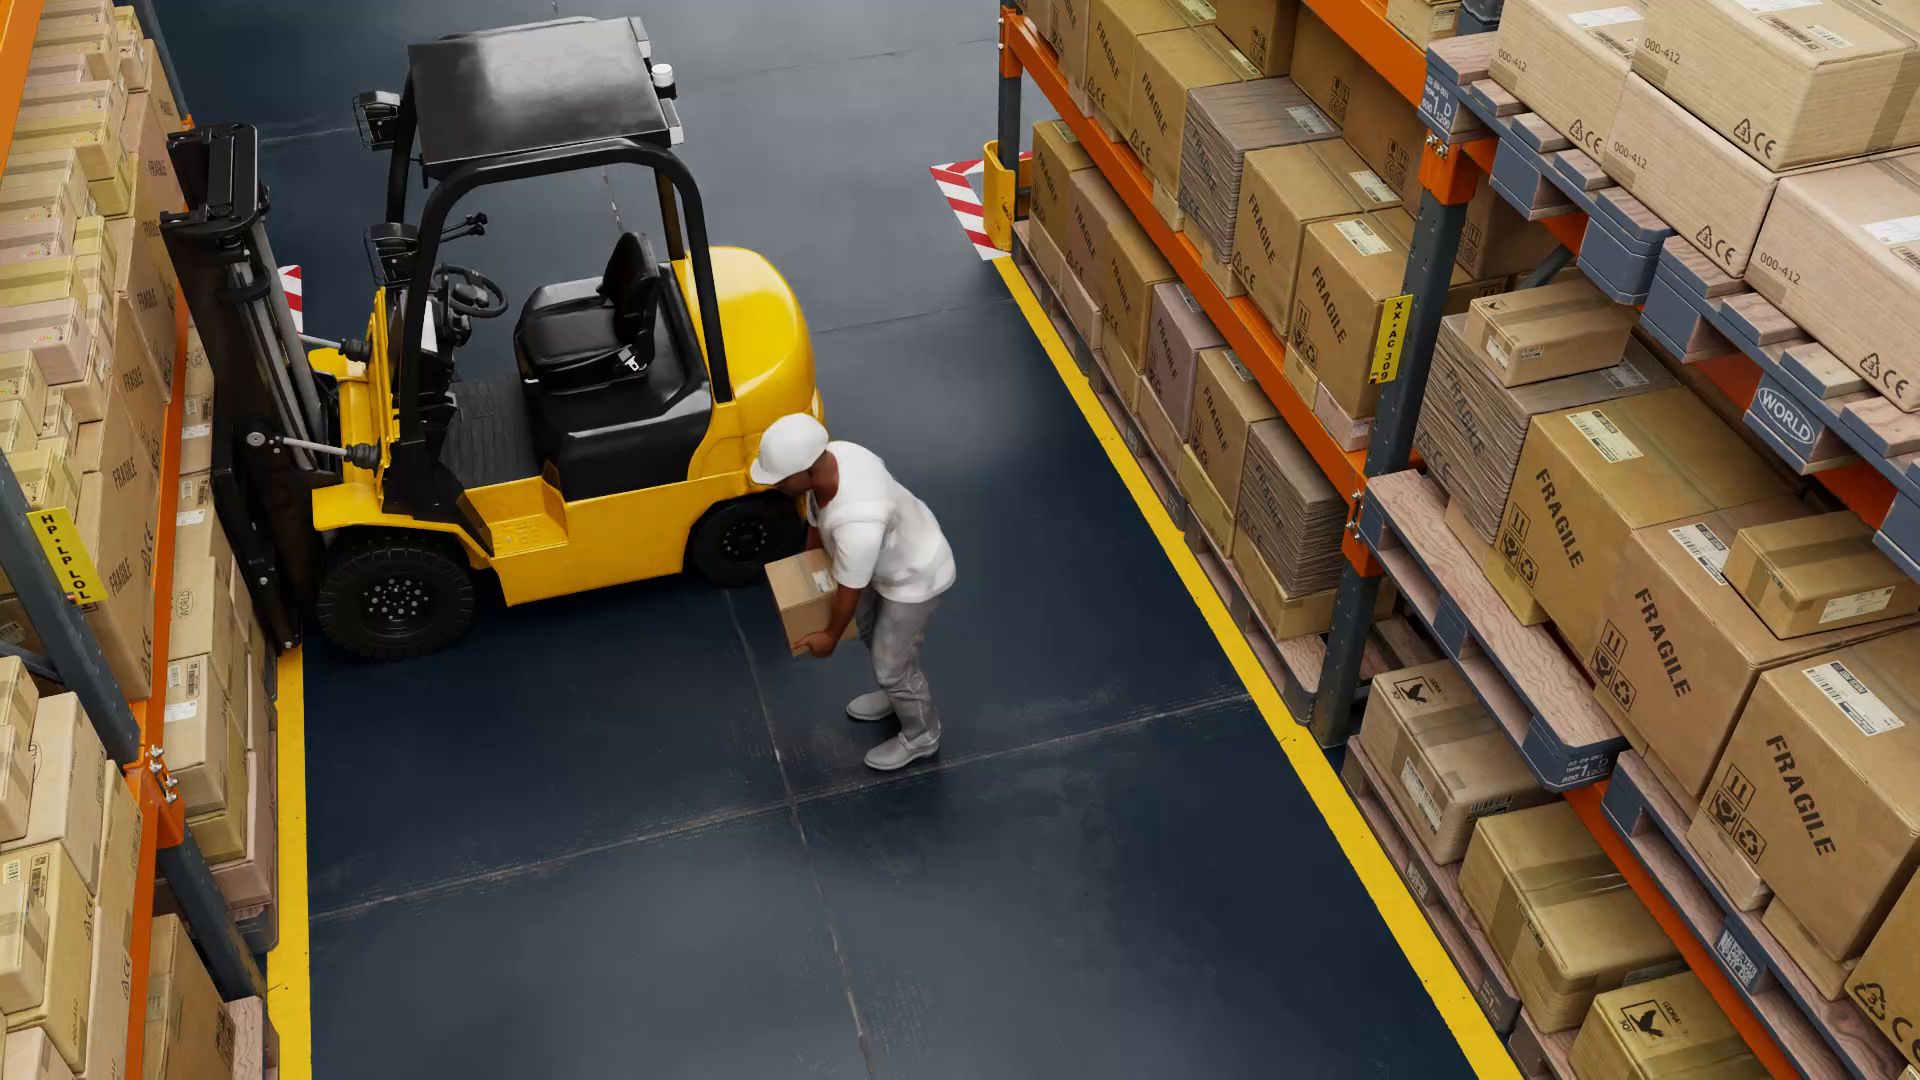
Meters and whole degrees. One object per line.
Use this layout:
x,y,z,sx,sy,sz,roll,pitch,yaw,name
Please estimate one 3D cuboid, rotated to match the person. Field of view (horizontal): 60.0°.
-0.367,0.179,6.024,0.695,1.656,0.483,-13,43,-14,person
